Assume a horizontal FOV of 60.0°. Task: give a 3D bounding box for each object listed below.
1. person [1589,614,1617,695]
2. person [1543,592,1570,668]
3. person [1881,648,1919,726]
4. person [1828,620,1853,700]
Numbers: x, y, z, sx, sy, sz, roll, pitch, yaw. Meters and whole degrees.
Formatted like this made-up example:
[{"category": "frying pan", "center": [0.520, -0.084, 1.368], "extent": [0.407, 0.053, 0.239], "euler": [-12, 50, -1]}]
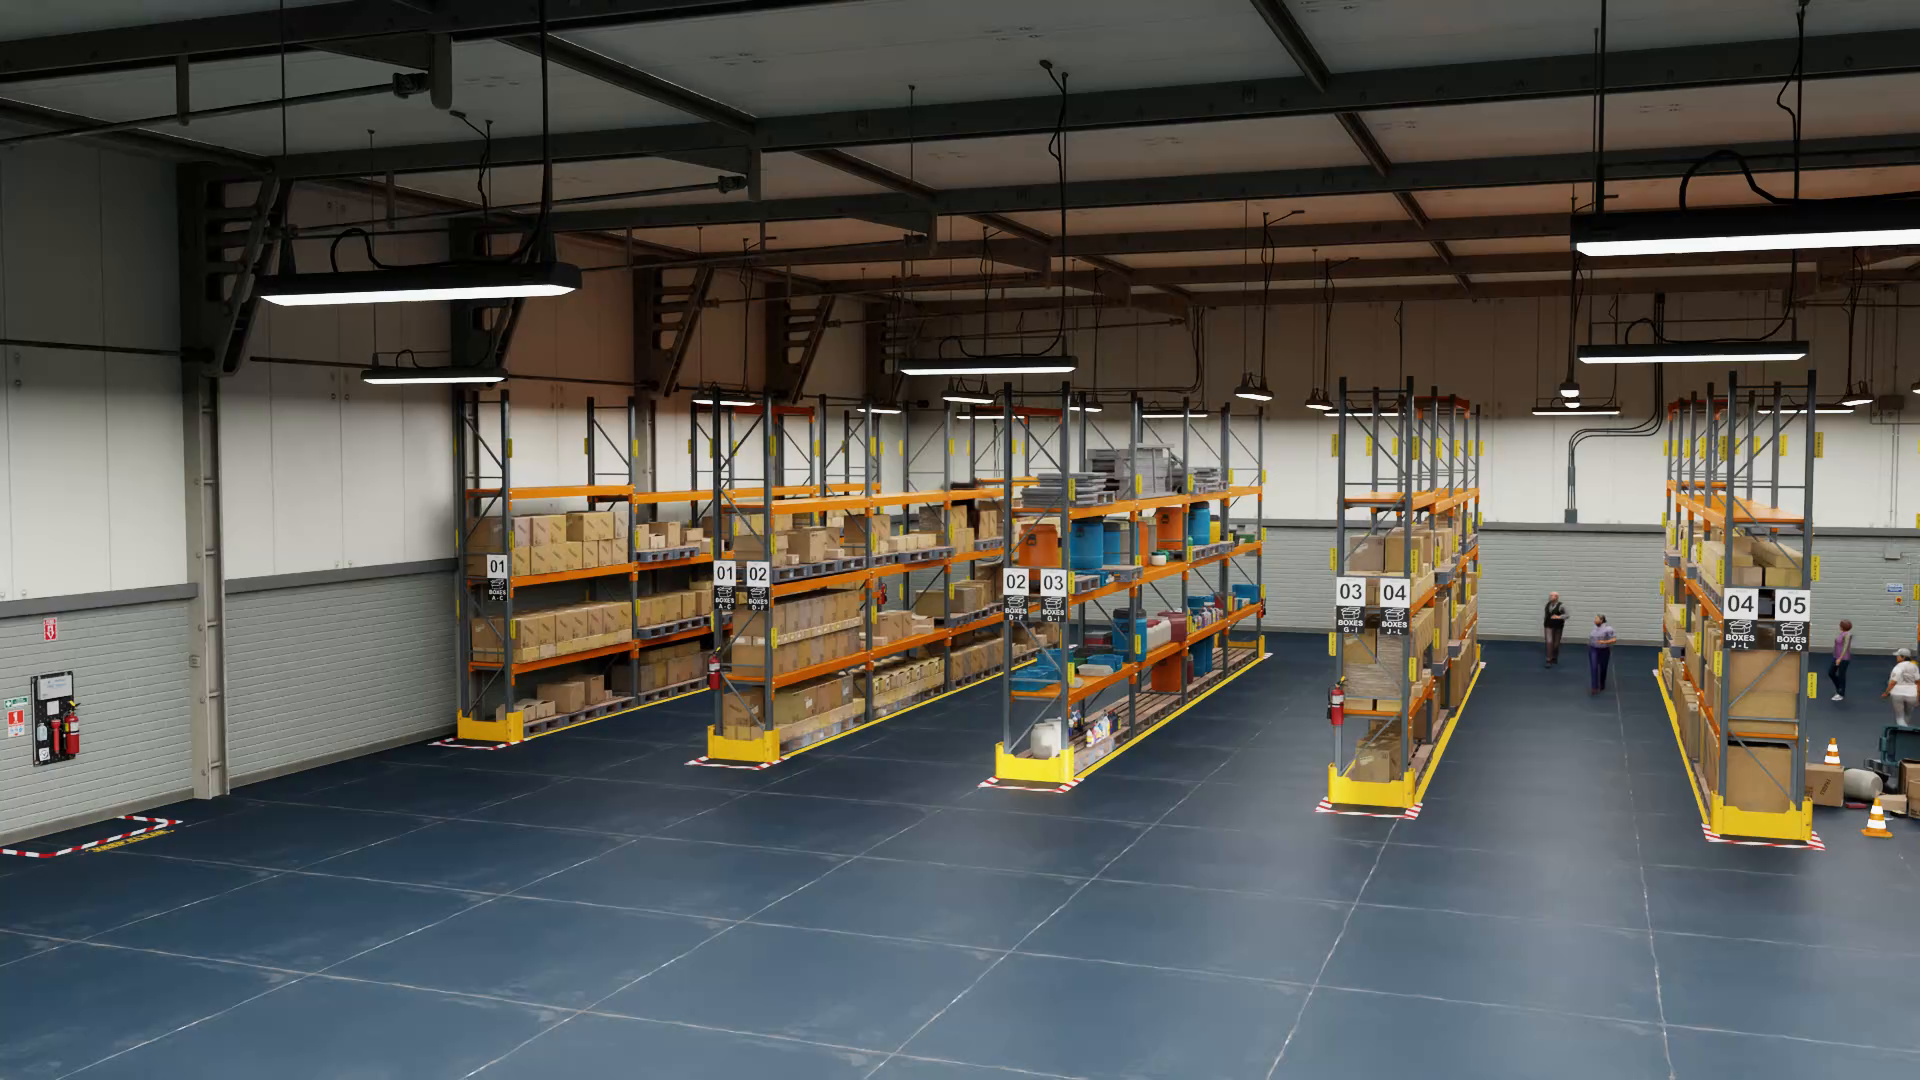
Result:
[{"category": "person", "center": [13.070, 2.306, 33.830], "extent": [0.524, 1.590, 1.018], "euler": [1, 3, 22]}, {"category": "person", "center": [13.604, 2.027, 37.961], "extent": [0.579, 1.692, 0.995], "euler": [1, 3, 19]}, {"category": "person", "center": [15.748, 2.632, 27.812], "extent": [0.563, 1.661, 0.822], "euler": [1, 3, 10]}, {"category": "person", "center": [17.539, 2.389, 33.102], "extent": [0.394, 1.607, 0.448], "euler": [0, 3, 0]}]
